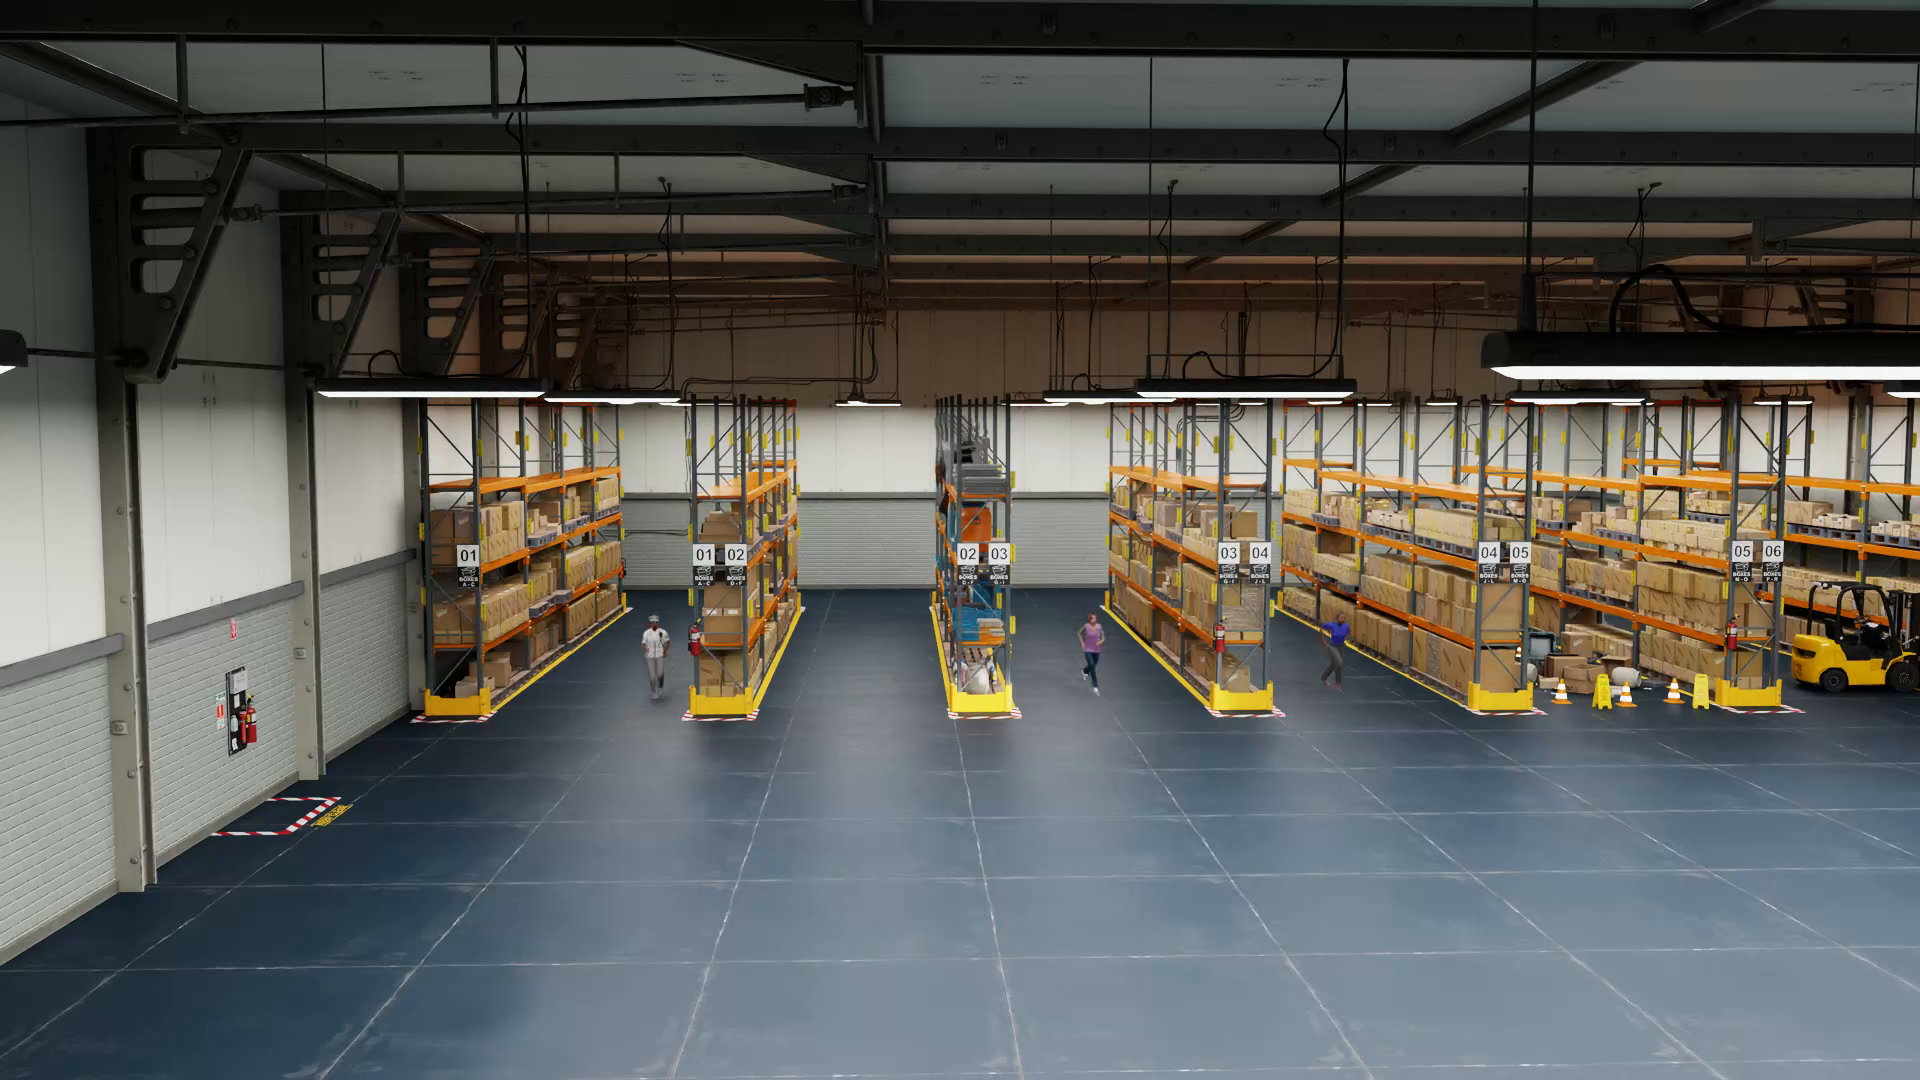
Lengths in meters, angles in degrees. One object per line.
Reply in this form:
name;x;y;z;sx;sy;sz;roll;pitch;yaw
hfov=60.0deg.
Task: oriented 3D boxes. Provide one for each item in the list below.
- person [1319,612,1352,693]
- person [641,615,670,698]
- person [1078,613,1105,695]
person;7.618;2.261;33.853;0.572;1.658;0.924;-2;5;-23
person;-5.997;2.310;32.762;0.566;1.656;0.555;-1;5;-7
person;2.680;2.280;33.809;0.495;1.616;1.017;-2;5;-19
